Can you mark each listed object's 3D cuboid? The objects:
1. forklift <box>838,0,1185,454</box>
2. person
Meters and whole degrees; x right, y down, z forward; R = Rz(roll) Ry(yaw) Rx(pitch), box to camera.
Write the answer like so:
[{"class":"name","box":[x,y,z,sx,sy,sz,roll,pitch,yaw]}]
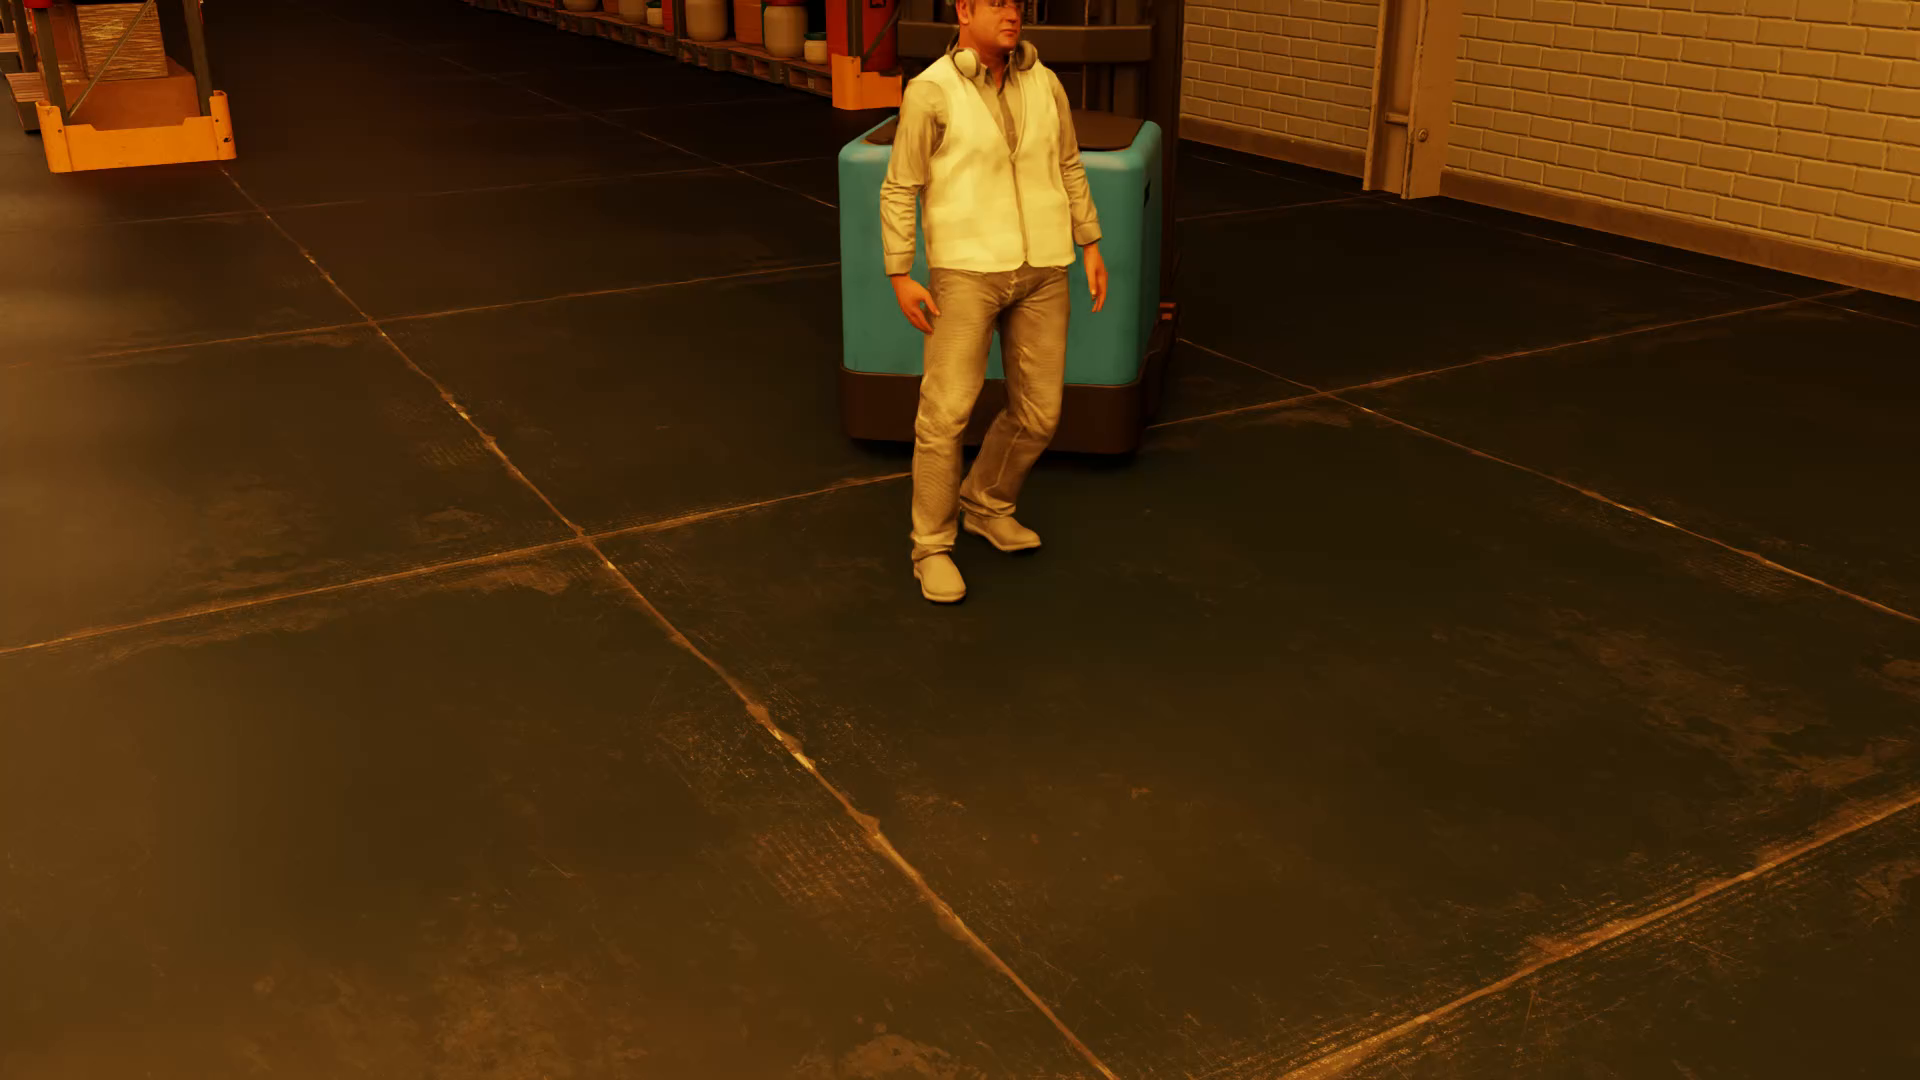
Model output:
[{"class":"forklift","box":[0.359,-2.175,6.574,1.130,2.935,3.031,4,23,10]},{"class":"person","box":[0.122,-0.752,4.701,0.678,1.749,0.599,-10,24,-23]}]
